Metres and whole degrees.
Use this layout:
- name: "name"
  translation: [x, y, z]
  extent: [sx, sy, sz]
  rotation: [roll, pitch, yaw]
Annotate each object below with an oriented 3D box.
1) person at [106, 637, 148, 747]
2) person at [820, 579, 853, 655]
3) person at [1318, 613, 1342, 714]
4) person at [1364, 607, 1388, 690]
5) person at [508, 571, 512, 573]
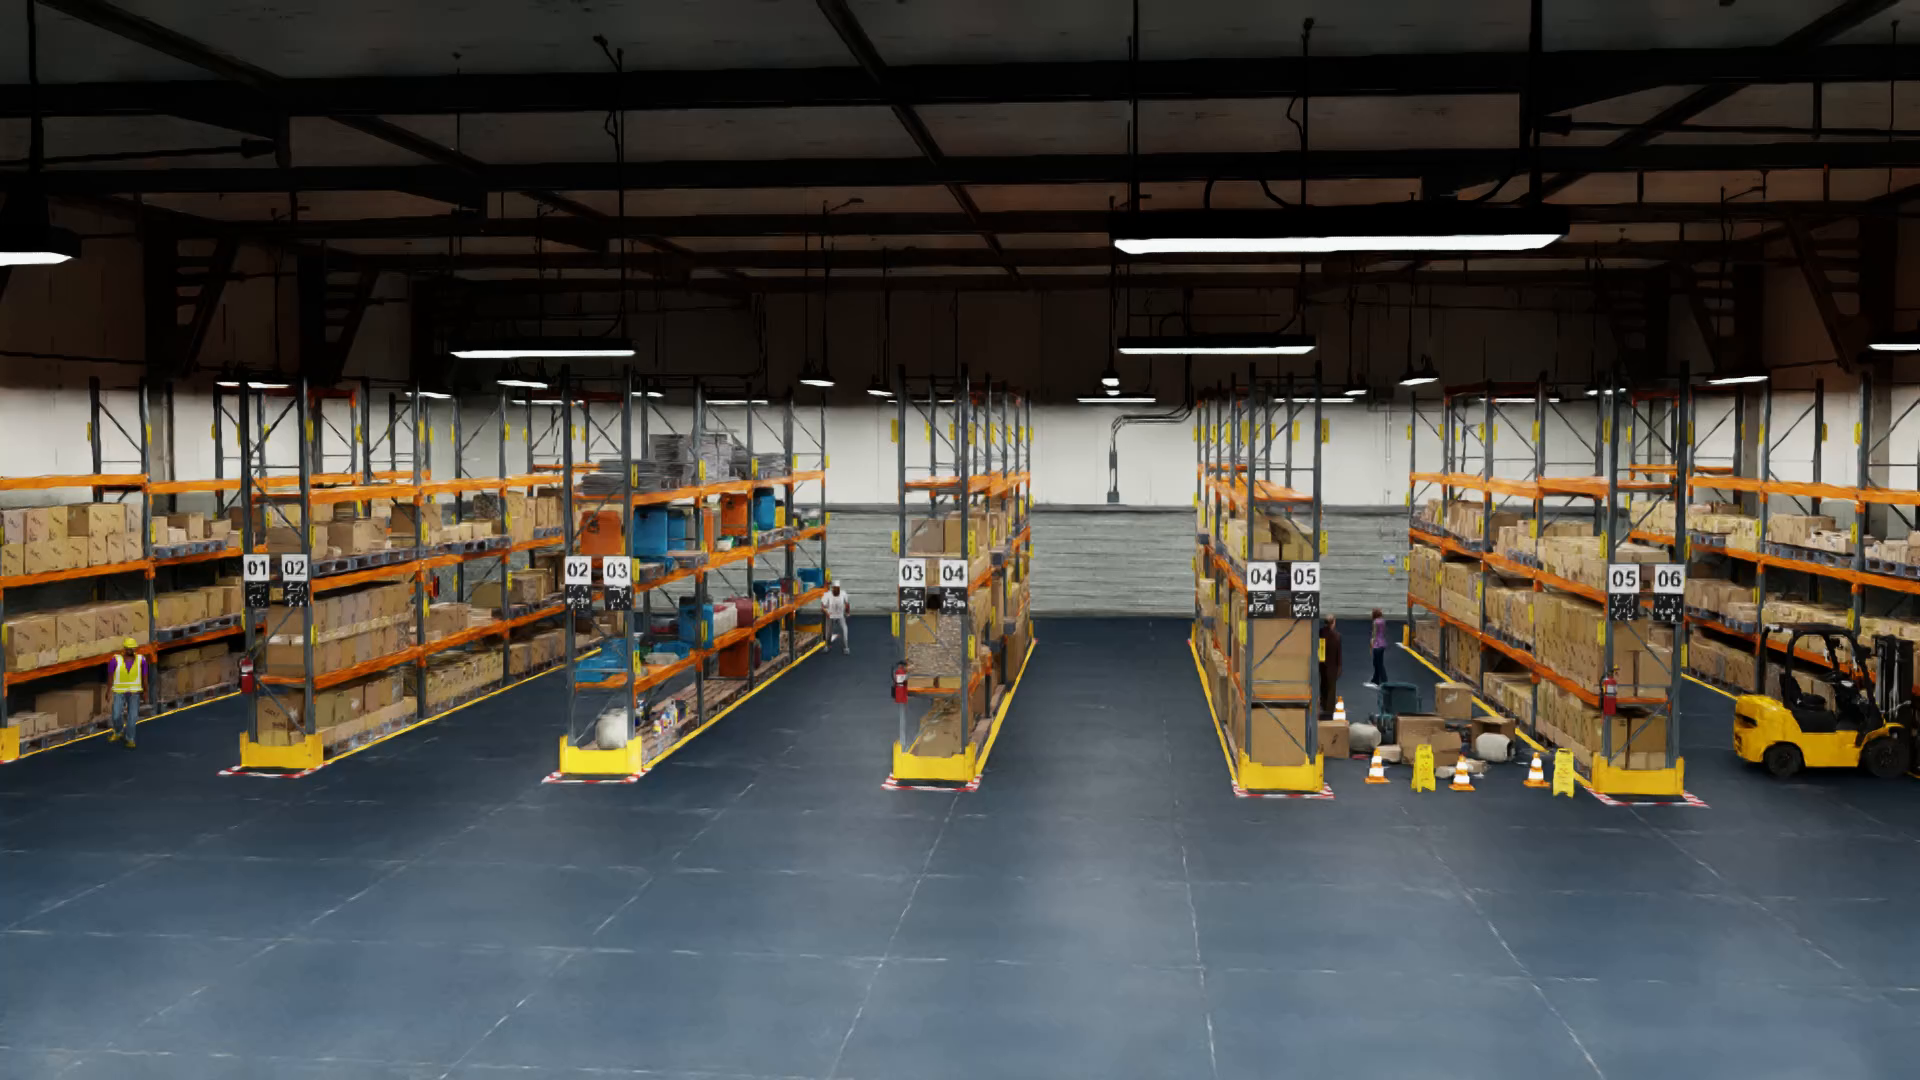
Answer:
- name: "person"
  translation: [-13.309, 2.423, 26.573]
  extent: [0.616, 1.759, 0.571]
  rotation: [-2, 4, -30]
- name: "person"
  translation: [-2.824, 1.732, 37.661]
  extent: [0.699, 1.705, 0.840]
  rotation: [-1, 4, -11]
- name: "person"
  translation: [6.629, 2.194, 29.649]
  extent: [0.514, 1.785, 0.638]
  rotation: [-2, 4, -24]
- name: "person"
  translation: [8.152, 2.105, 32.546]
  extent: [0.532, 1.588, 0.536]
  rotation: [2, 4, 32]
- name: "person"
  translation: [-10.522, 1.600, 38.873]
  extent: [0.577, 1.785, 0.655]
  rotation: [3, 5, 37]
